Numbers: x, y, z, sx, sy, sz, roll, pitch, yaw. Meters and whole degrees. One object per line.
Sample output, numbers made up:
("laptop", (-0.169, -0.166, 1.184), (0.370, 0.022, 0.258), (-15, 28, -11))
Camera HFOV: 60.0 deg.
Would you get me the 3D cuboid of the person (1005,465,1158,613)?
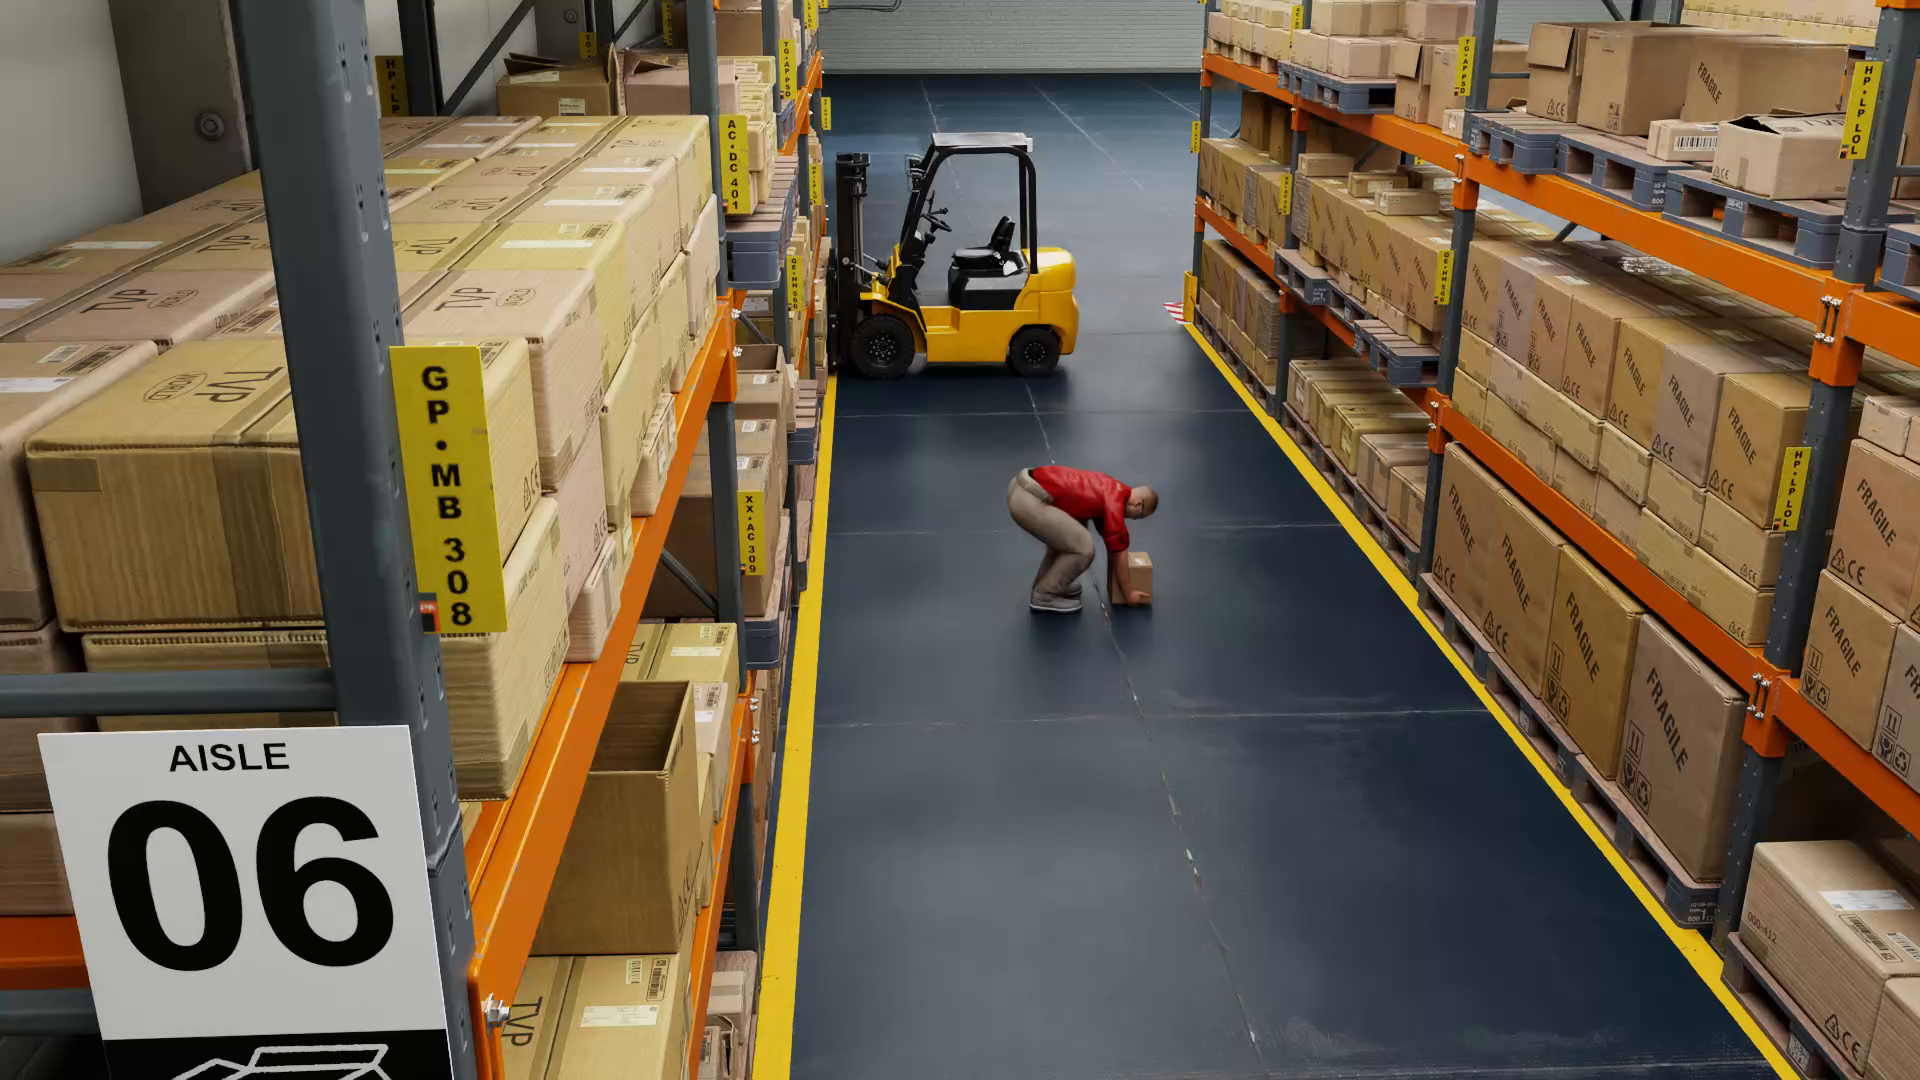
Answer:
("person", (0.761, -0.033, 10.396), (0.956, 0.894, 0.529), (-2, 20, -6))
